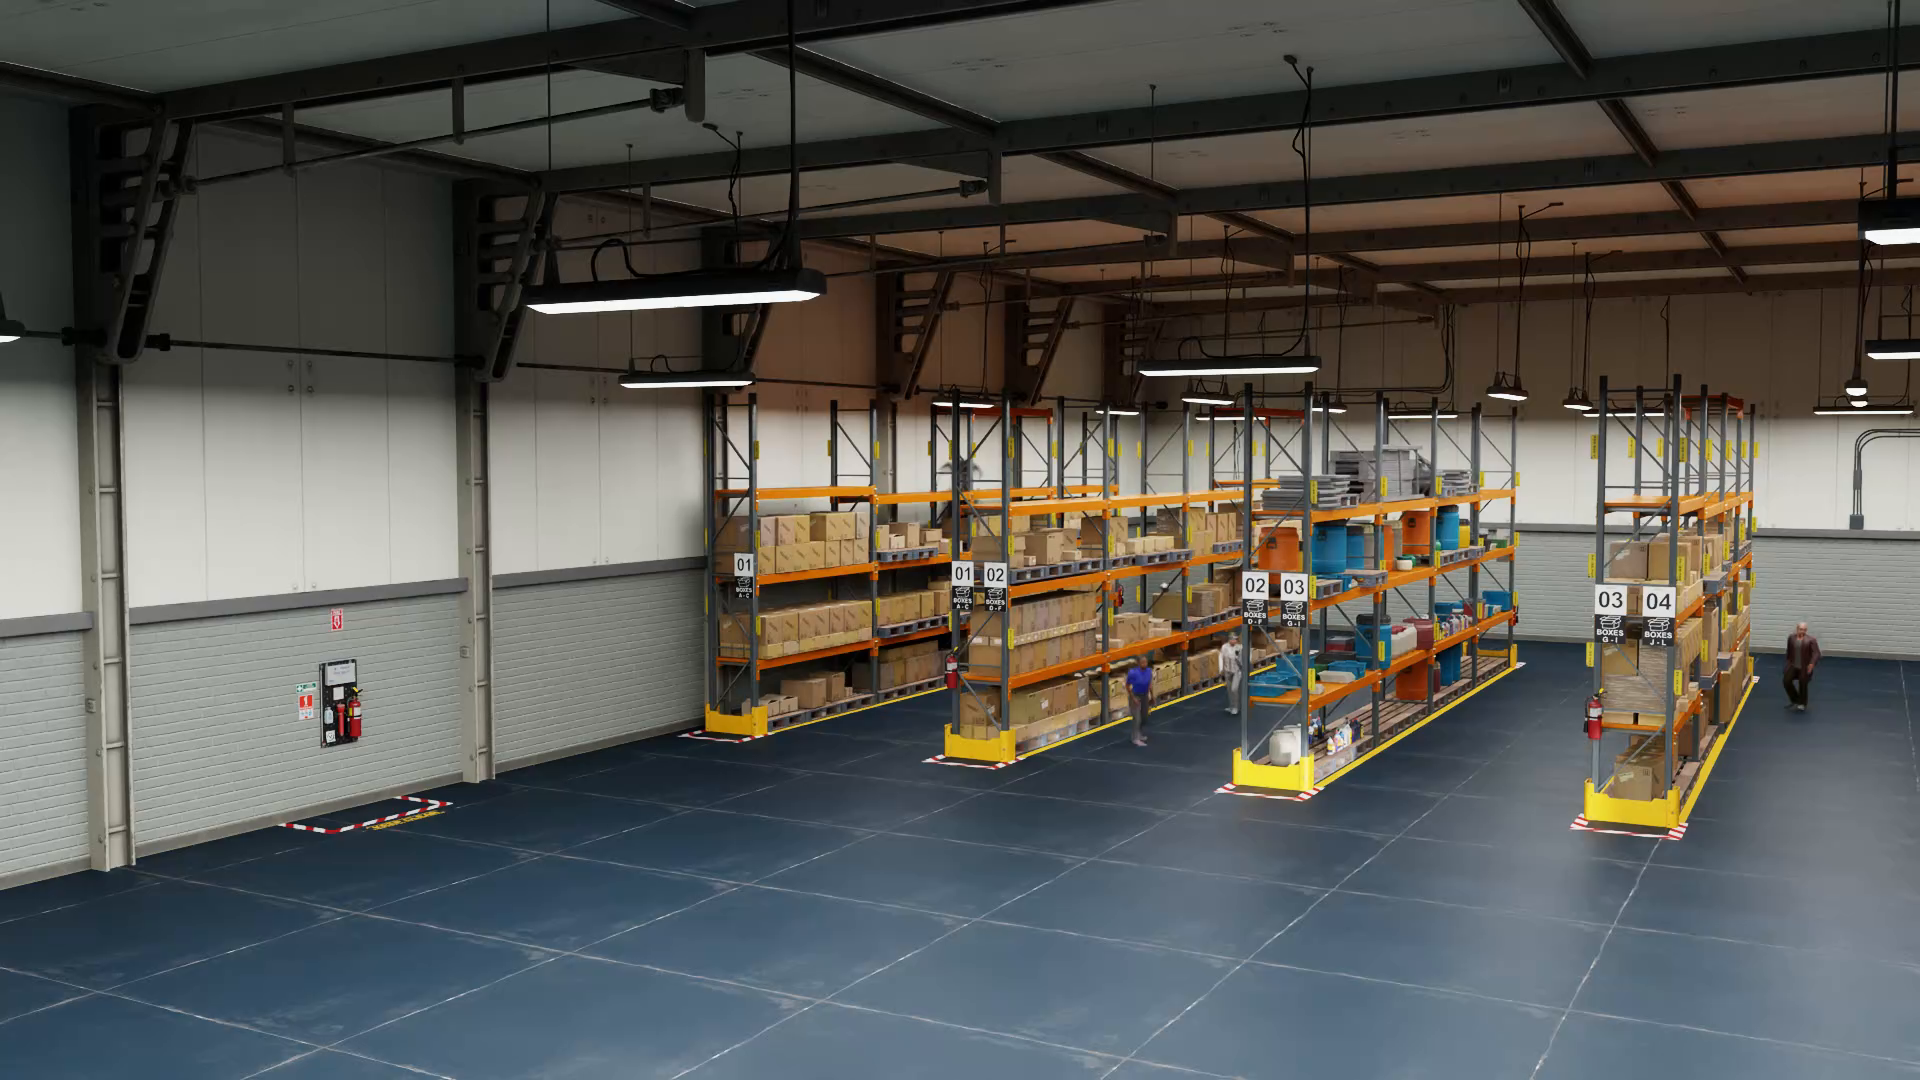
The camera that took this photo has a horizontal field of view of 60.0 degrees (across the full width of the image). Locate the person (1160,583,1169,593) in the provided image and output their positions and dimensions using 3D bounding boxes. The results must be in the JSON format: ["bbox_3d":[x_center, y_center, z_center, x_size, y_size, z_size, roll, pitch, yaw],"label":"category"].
[{"bbox_3d":[4.984,1.933,40.411,0.663,1.784,0.794,2,4,35],"label":"person"}]

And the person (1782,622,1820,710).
[{"bbox_3d":[16.045,2.411,31.714,0.699,1.722,0.780,3,4,44],"label":"person"}]

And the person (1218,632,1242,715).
[{"bbox_3d":[5.228,2.516,31.626,0.618,1.575,0.666,2,4,38],"label":"person"}]

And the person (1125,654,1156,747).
[{"bbox_3d":[3.024,2.708,28.205,0.593,1.588,0.758,-1,3,-24],"label":"person"}]
